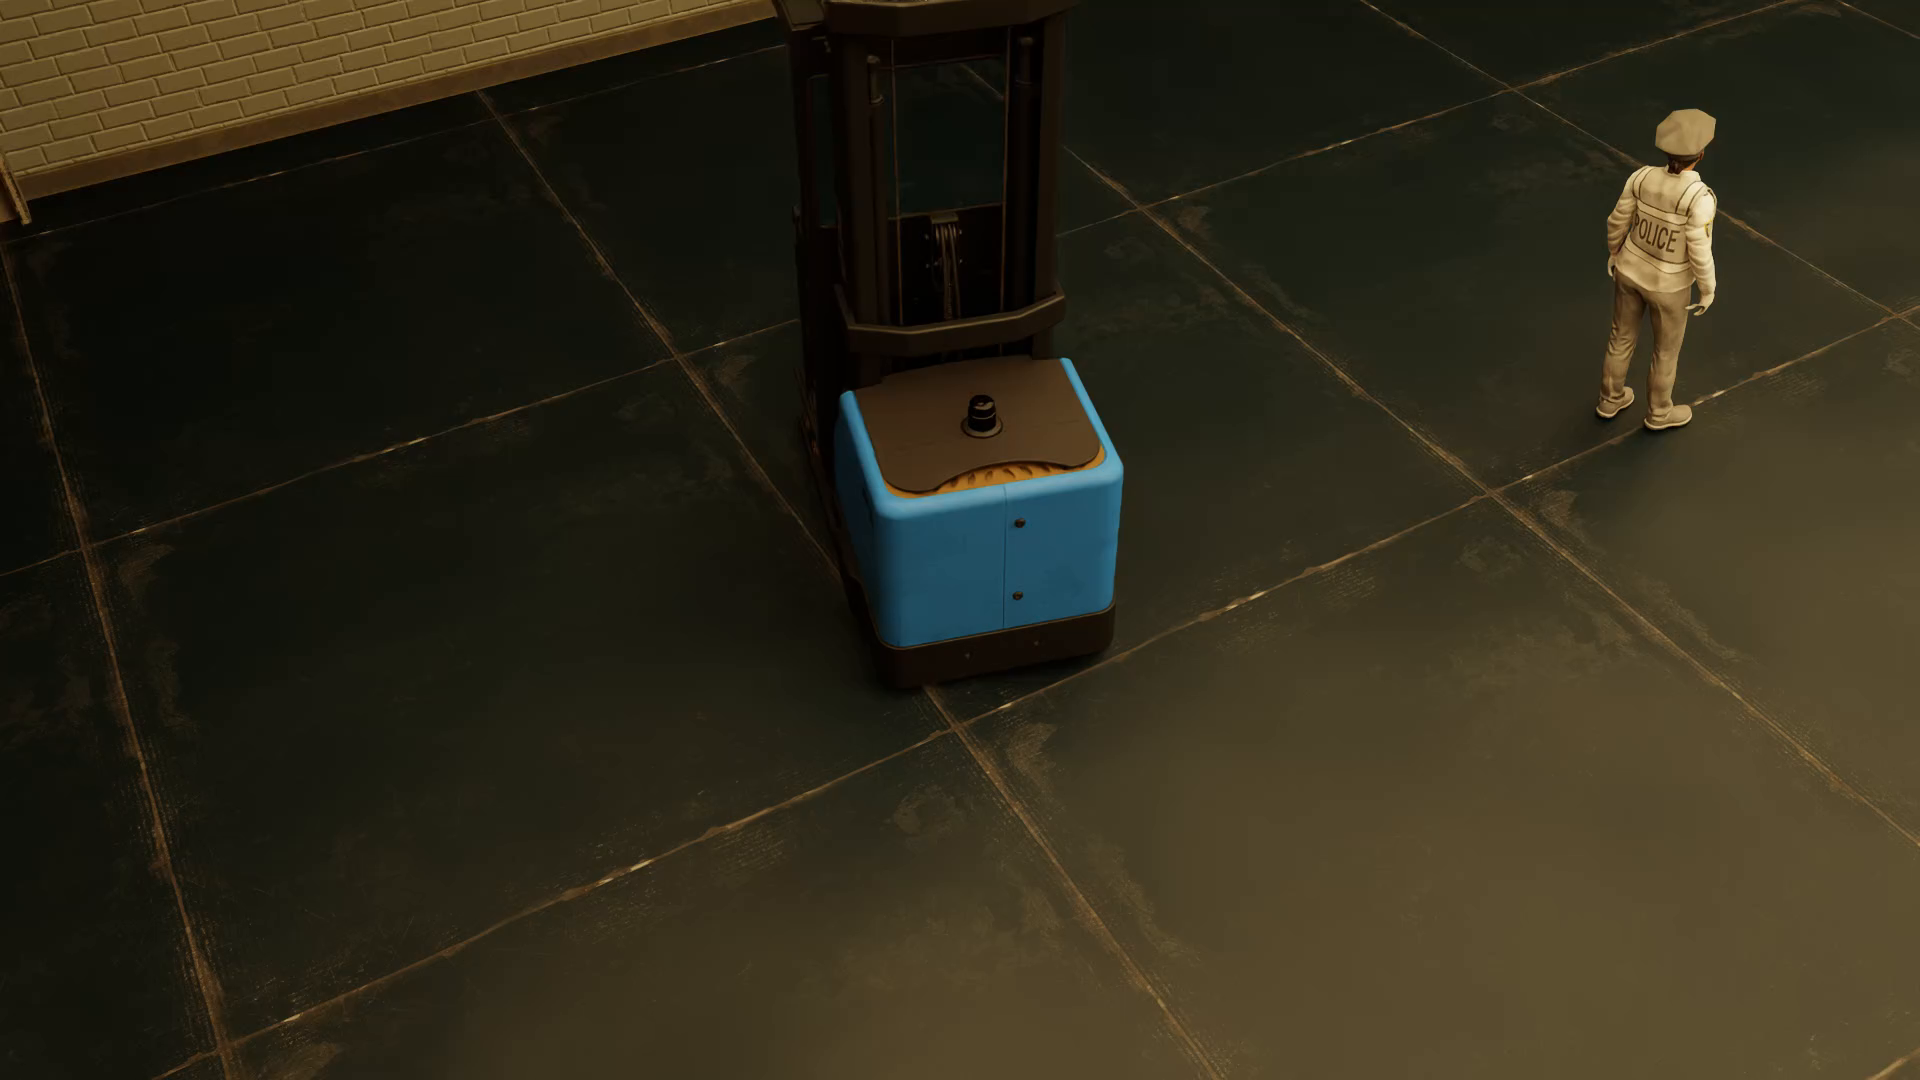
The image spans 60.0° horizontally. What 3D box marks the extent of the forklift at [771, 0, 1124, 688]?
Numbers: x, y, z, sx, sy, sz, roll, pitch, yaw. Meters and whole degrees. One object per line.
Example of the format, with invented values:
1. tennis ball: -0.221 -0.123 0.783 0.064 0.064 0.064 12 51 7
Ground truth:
1. forklift: -0.187 -1.462 7.274 1.130 2.935 3.031 -10 44 -10

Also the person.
1. person: 3.381 -1.293 7.990 0.531 1.694 0.587 -28 49 -26
